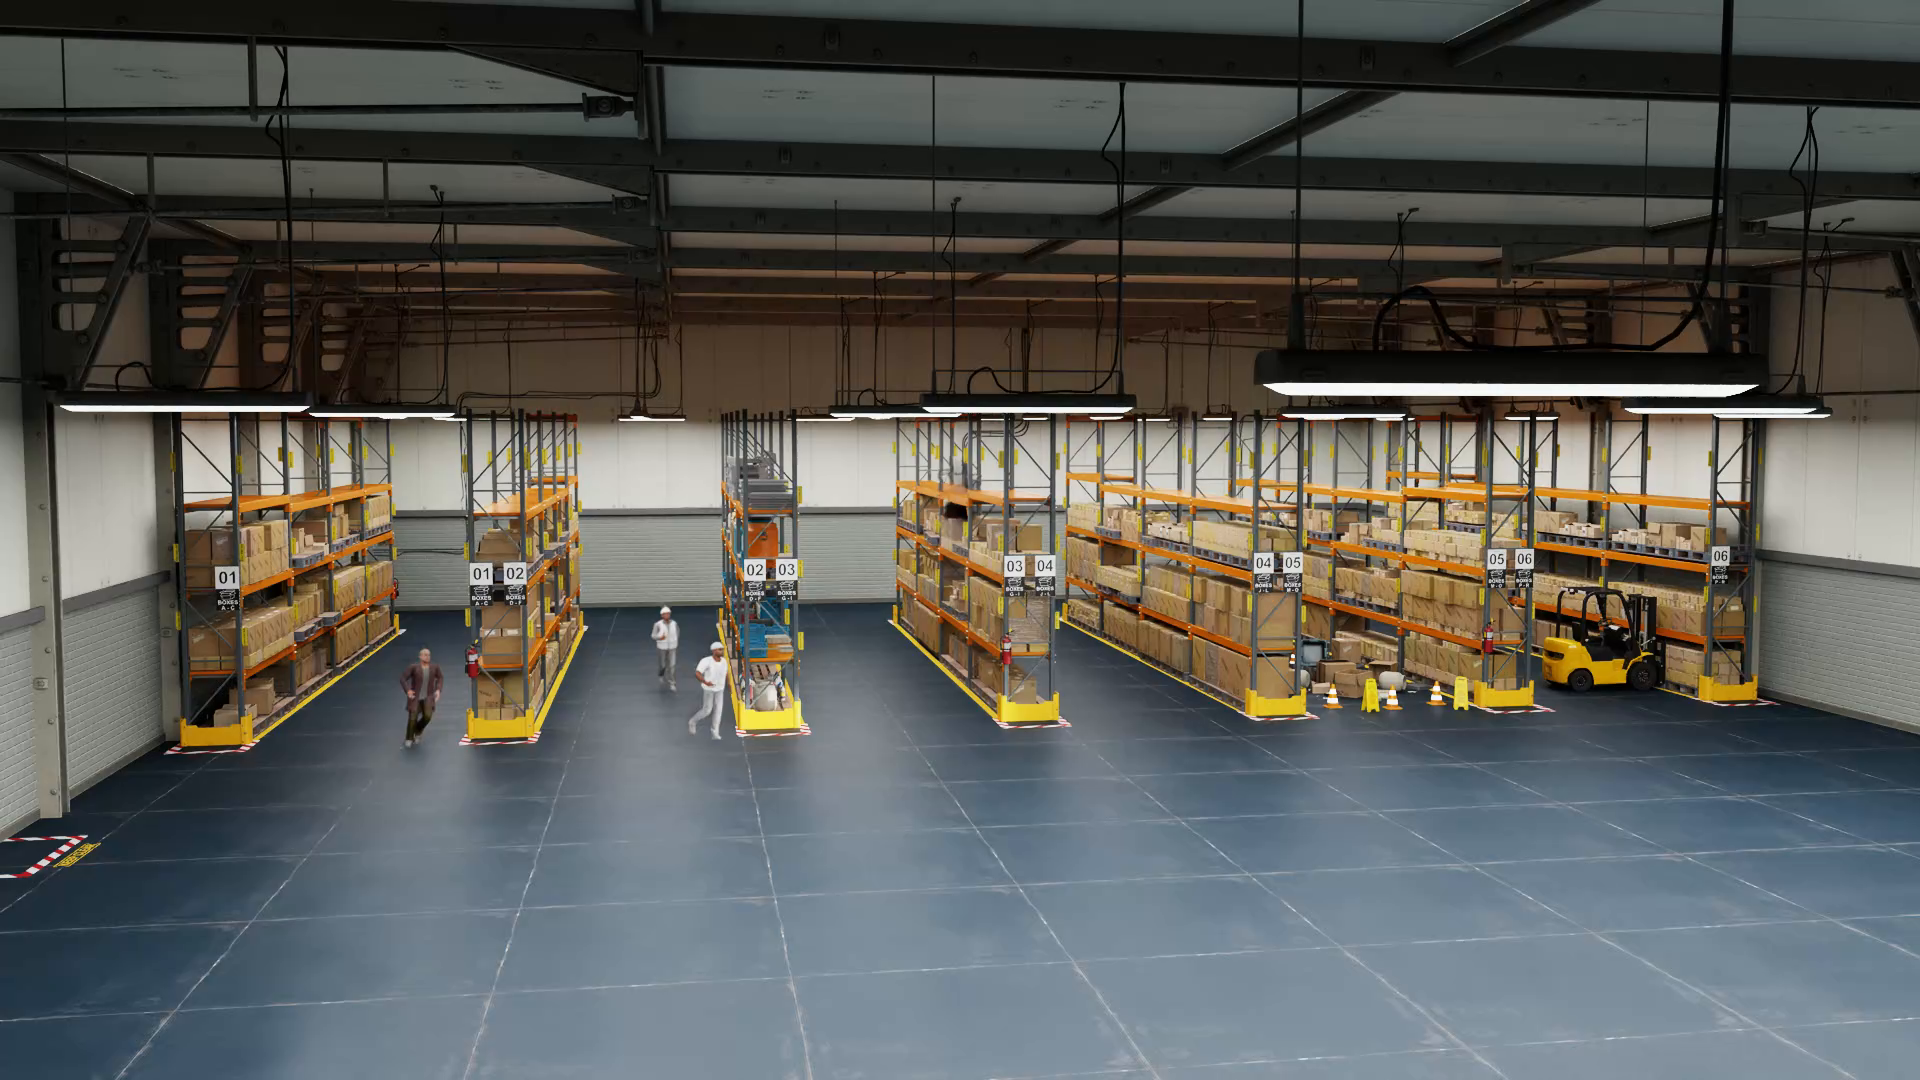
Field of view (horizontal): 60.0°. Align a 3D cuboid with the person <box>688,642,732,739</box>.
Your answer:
[{"bbox_3d":[-4.482,2.731,30.389,0.765,1.736,0.854,-4,6,-44],"label":"person"}]

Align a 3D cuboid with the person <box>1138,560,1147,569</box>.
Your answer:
[{"bbox_3d":[5.627,1.469,50.270,0.915,1.545,0.571,-1,4,-16],"label":"person"}]

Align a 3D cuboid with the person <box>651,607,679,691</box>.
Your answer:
[{"bbox_3d":[-6.300,2.322,35.742,0.660,1.763,0.955,-2,4,-24],"label":"person"}]

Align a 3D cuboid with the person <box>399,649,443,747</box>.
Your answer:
[{"bbox_3d":[-9.551,2.804,29.578,0.776,1.722,0.587,-2,5,-28],"label":"person"}]
